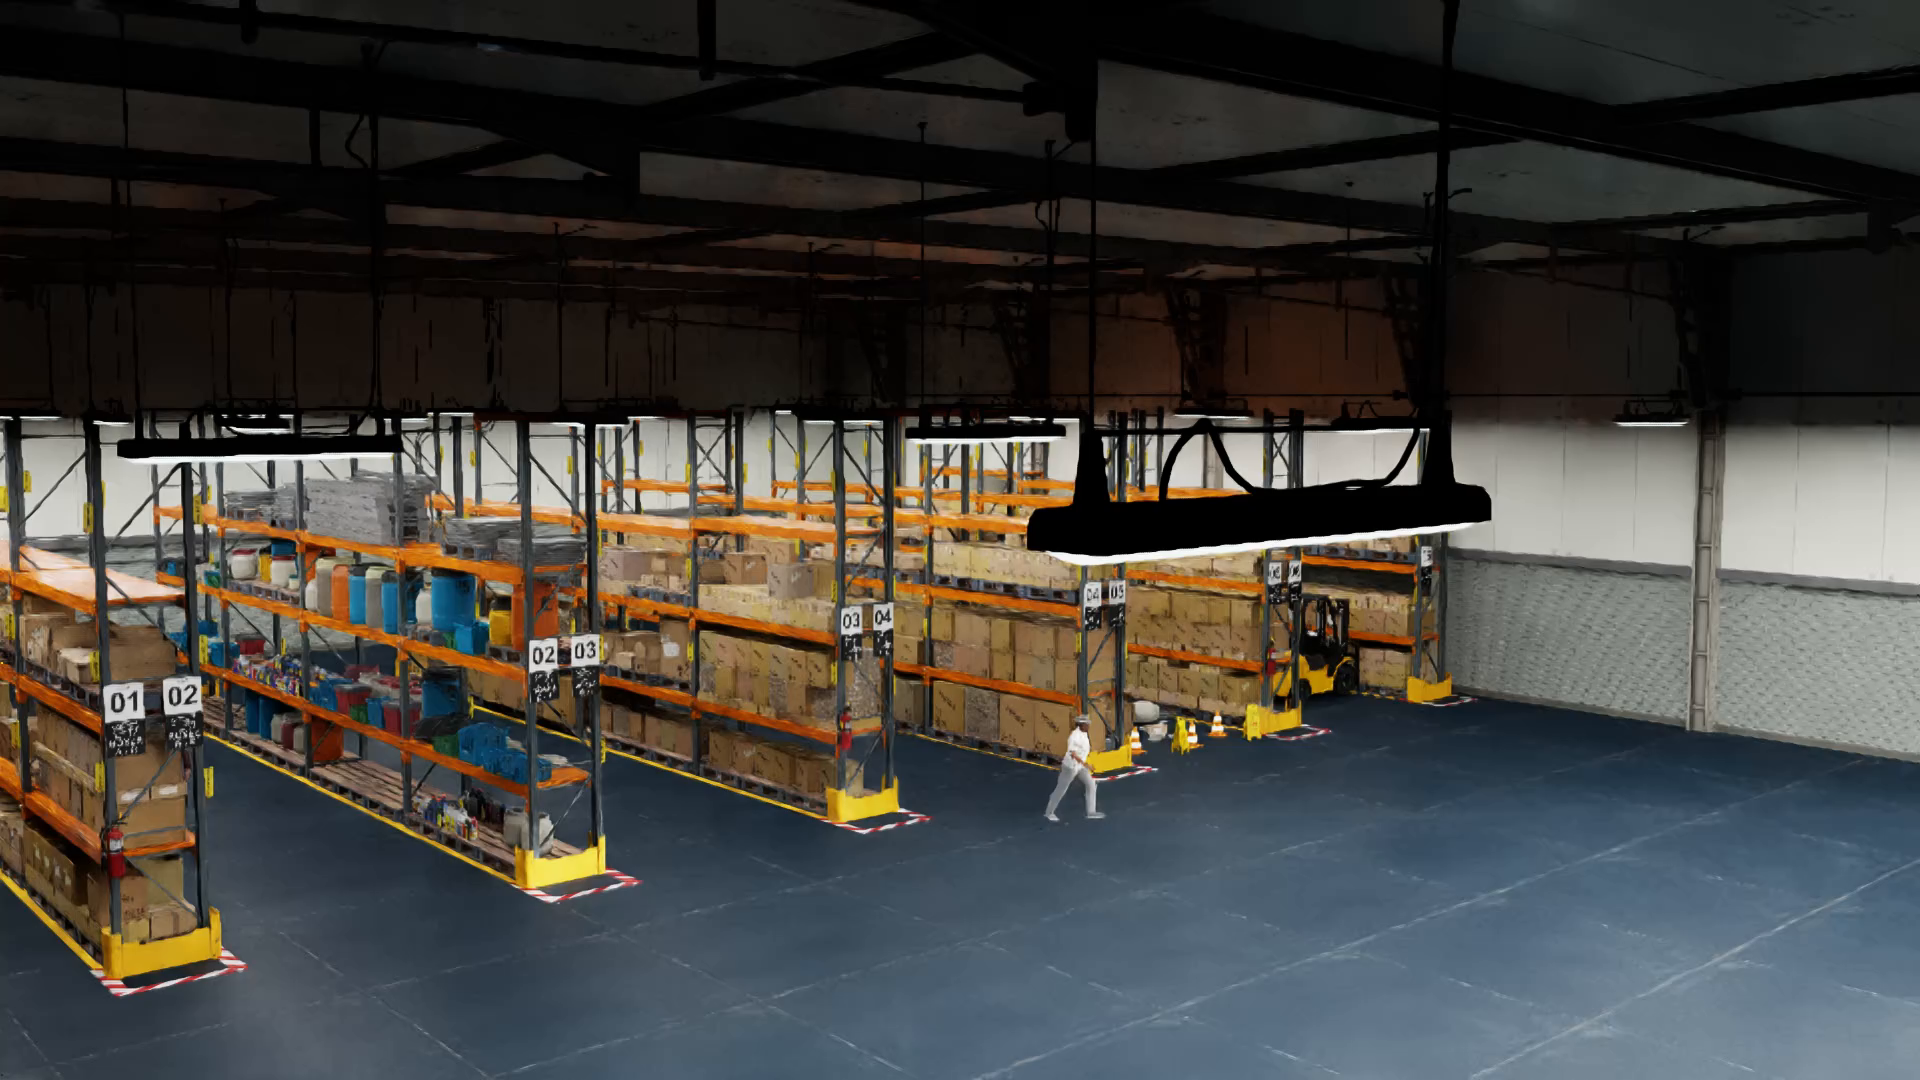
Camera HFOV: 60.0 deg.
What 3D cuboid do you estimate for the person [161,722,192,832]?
[{"bbox_3d":[-11.465,3.355,24.000,0.767,1.748,0.731,4,7,41],"label":"person"}]

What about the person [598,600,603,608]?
[{"bbox_3d":[-9.505,1.748,43.489,0.457,1.536,0.883,-2,5,-17],"label":"person"}]

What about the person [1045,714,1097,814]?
[{"bbox_3d":[1.692,3.326,24.651,0.809,1.543,0.564,3,6,31],"label":"person"}]
